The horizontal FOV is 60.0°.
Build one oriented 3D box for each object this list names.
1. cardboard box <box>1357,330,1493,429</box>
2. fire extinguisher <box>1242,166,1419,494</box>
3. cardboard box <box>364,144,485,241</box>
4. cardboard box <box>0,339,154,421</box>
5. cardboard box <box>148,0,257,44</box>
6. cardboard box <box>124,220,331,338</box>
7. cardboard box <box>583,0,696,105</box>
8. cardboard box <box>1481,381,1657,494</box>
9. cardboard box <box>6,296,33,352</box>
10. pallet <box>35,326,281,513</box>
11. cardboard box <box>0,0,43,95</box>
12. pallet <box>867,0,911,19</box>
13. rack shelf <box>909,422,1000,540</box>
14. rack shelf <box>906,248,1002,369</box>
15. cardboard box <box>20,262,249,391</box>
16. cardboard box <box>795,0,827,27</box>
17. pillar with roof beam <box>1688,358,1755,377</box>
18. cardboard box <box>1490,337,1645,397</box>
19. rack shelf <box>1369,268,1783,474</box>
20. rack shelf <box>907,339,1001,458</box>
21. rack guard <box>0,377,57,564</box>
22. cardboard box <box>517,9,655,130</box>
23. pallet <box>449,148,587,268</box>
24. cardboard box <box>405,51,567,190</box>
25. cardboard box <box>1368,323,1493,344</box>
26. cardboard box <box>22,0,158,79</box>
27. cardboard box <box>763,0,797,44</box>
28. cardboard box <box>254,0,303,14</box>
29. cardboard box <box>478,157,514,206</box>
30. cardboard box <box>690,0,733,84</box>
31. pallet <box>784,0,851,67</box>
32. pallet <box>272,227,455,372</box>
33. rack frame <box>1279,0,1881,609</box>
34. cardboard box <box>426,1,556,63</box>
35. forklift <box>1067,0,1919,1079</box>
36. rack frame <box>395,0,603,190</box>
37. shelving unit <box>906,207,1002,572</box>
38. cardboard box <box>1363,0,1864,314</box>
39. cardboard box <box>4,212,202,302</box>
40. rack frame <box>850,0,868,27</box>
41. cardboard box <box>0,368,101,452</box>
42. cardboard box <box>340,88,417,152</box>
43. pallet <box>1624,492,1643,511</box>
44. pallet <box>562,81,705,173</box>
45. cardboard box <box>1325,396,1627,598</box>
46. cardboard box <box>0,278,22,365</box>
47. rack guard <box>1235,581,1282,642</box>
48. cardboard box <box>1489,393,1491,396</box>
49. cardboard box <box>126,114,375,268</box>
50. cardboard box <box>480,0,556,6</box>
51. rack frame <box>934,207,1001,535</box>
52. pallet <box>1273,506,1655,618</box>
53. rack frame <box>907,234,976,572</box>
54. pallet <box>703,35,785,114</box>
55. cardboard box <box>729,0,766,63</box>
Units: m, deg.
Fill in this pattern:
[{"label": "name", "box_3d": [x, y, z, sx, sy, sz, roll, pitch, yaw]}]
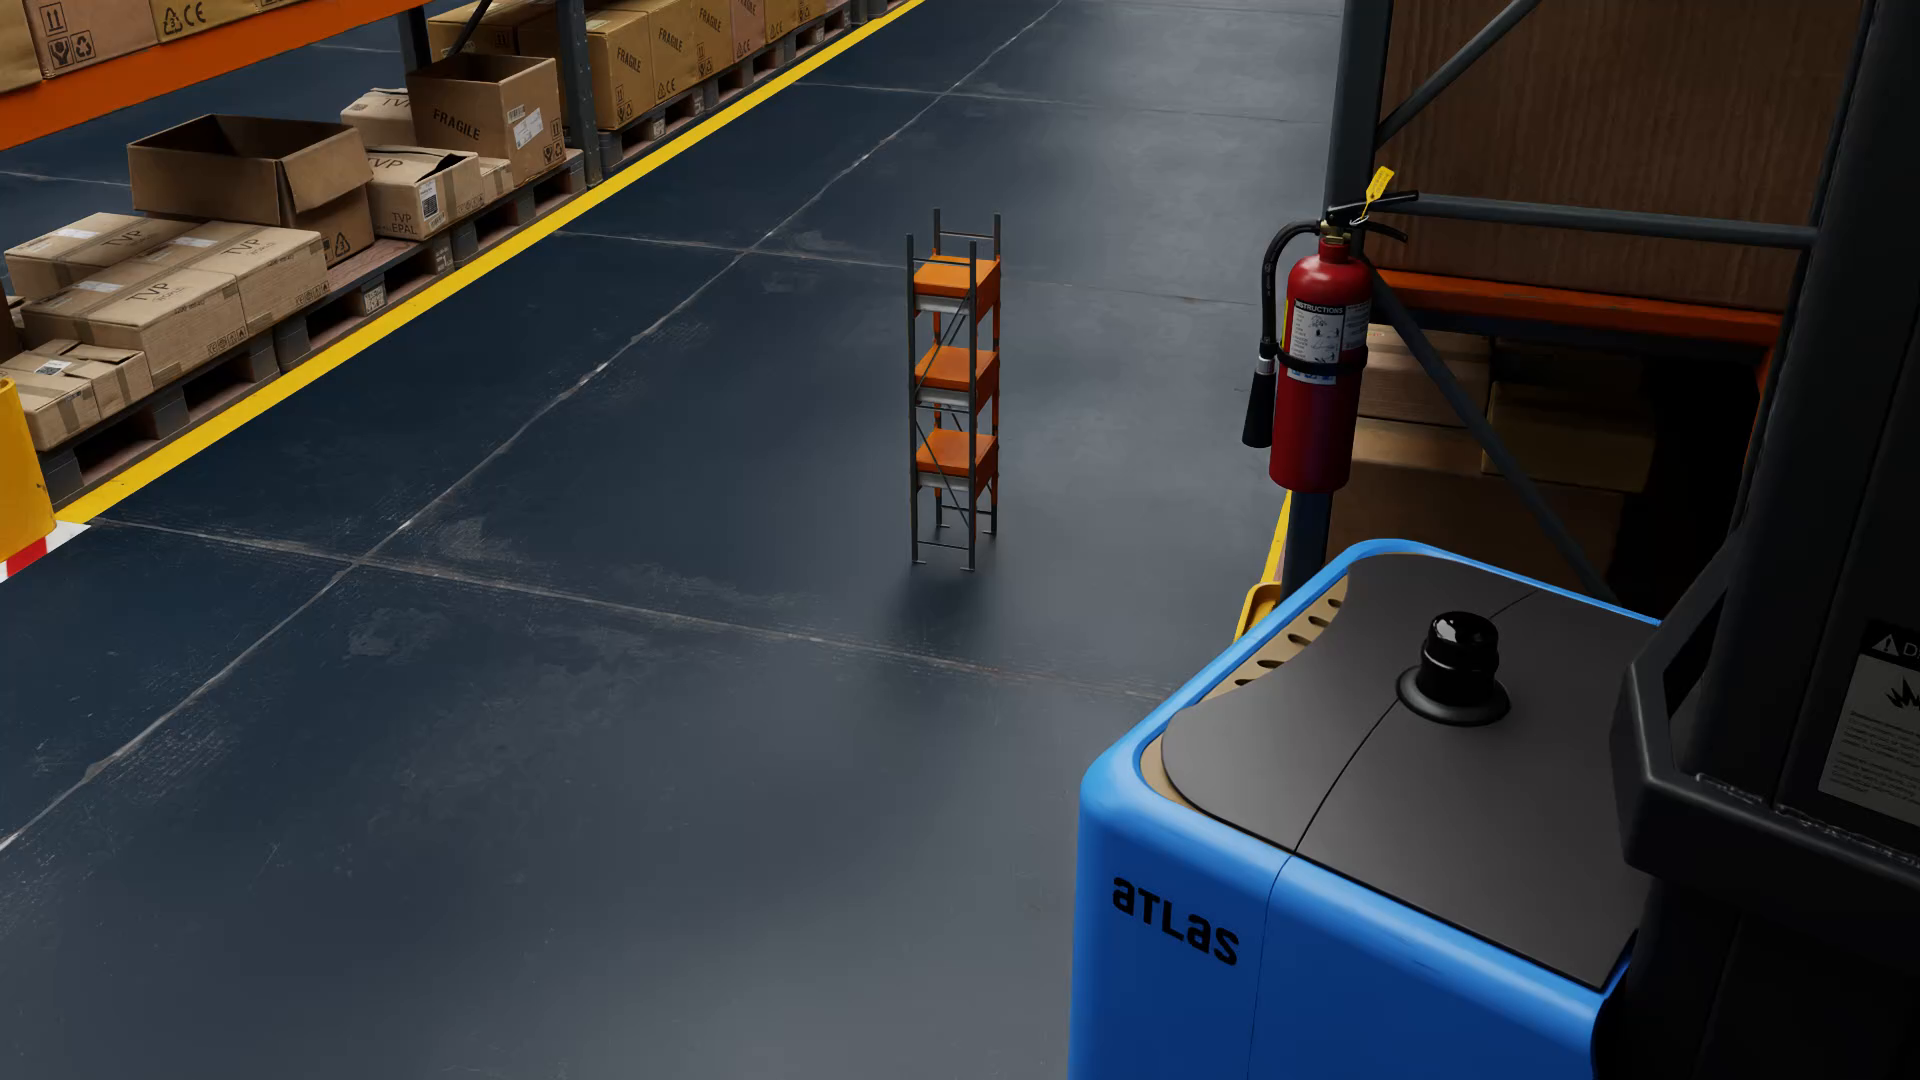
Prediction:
[{"label": "cardboard box", "box_3d": [1.204, -0.429, 4.408, 0.380, 0.149, 0.250, 8, 30, 14]}, {"label": "fire extinguisher", "box_3d": [0.746, -0.428, 3.398, 0.296, 0.674, 0.183, 8, 30, 15]}, {"label": "cardboard box", "box_3d": [-2.448, -1.557, 7.276, 0.500, 0.311, 0.500, 8, 30, 15]}, {"label": "cardboard box", "box_3d": [-2.981, -0.550, 5.616, 0.380, 0.166, 0.250, 8, 30, 15]}, {"label": "cardboard box", "box_3d": [-2.827, -2.020, 5.693, 0.500, 0.500, 0.500, 8, 30, 15]}, {"label": "cardboard box", "box_3d": [-2.781, -1.002, 6.342, 0.500, 0.250, 0.500, 8, 30, 15]}, {"label": "cardboard box", "box_3d": [-1.811, -2.733, 9.196, 0.500, 0.500, 0.500, 9, 30, 16]}, {"label": "cardboard box", "box_3d": [1.495, -0.257, 4.098, 0.380, 0.149, 0.250, 9, 30, 15]}, {"label": "cardboard box", "box_3d": [-3.377, -0.752, 5.978, 0.380, 0.166, 0.250, 8, 30, 15]}, {"label": "pallet", "box_3d": [-3.250, -0.522, 5.971, 1.003, 0.211, 1.213, 8, 30, 15]}, {"label": "cardboard box", "box_3d": [-3.123, -1.547, 4.842, 0.500, 0.500, 0.500, 9, 30, 16]}, {"label": "pallet", "box_3d": [-0.879, -4.211, 12.602, 1.003, 0.211, 1.213, 8, 30, 15]}, {"label": "rack shelf", "box_3d": [-0.016, -0.182, 5.090, 0.215, 0.259, 0.240, 8, 30, 15]}, {"label": "rack shelf", "box_3d": [-0.016, -0.673, 4.817, 0.215, 0.259, 0.240, 8, 30, 15]}, {"label": "cardboard box", "box_3d": [-2.928, -0.770, 5.924, 0.500, 0.250, 0.500, 8, 30, 15]}, {"label": "cardboard box", "box_3d": [-1.208, -3.684, 10.906, 0.500, 0.500, 0.500, 10, 31, 17]}, {"label": "pillar with roof beam", "box_3d": [-1.089, -5.275, 5.476, 9.100, 9.000, 0.400, 8, 30, 15]}, {"label": "cardboard box", "box_3d": [1.643, -0.492, 4.522, 0.380, 0.149, 0.250, 9, 30, 15]}, {"label": "rack shelf", "box_3d": [1.818, -1.244, 5.141, 1.077, 0.370, 4.000, 8, 30, 15]}, {"label": "rack shelf", "box_3d": [-0.016, -0.425, 4.955, 0.215, 0.259, 0.240, 8, 30, 15]}, {"label": "rack guard", "box_3d": [-3.483, -0.277, 5.234, 1.175, 0.500, 0.348, 8, 30, 15]}, {"label": "cardboard box", "box_3d": [-1.957, -2.483, 8.747, 0.500, 0.500, 0.500, 7, 30, 13]}, {"label": "pallet", "box_3d": [-2.534, -1.656, 8.009, 1.003, 0.211, 1.213, 8, 30, 15]}, {"label": "cardboard box", "box_3d": [-2.228, -1.988, 7.857, 0.500, 0.500, 0.500, 8, 30, 15]}, {"label": "cardboard box", "box_3d": [1.279, -0.548, 4.622, 0.380, 0.149, 0.250, 9, 30, 16]}, {"label": "cardboard box", "box_3d": [-2.977, -1.787, 5.274, 0.500, 0.500, 0.500, 8, 30, 14]}, {"label": "cardboard box", "box_3d": [-1.360, -3.444, 10.473, 0.500, 0.500, 0.500, 7, 30, 13]}, {"label": "cardboard box", "box_3d": [-2.679, -2.252, 6.110, 0.500, 0.500, 0.500, 9, 30, 16]}, {"label": "cardboard box", "box_3d": [-2.280, -1.652, 7.613, 0.380, 0.149, 0.250, 8, 30, 15]}, {"label": "cardboard box", "box_3d": [-1.657, -2.964, 9.611, 0.500, 0.500, 0.500, 9, 30, 15]}, {"label": "pallet", "box_3d": [-1.413, -3.492, 11.310, 1.003, 0.211, 1.213, 8, 30, 15]}, {"label": "pallet", "box_3d": [-2.890, -1.087, 6.987, 1.003, 0.211, 1.213, 8, 30, 15]}, {"label": "rack frame", "box_3d": [1.231, -0.629, 3.296, 1.000, 3.000, 0.127, 8, 30, 15]}, {"label": "cardboard box", "box_3d": [-2.461, -2.563, 8.891, 0.500, 0.500, 0.500, 8, 30, 15]}, {"label": "forklift", "box_3d": [1.632, 0.259, 1.770, 3.031, 2.935, 1.130, 21, 35, 33]}, {"label": "rack frame", "box_3d": [-2.332, -3.193, 7.905, 1.000, 3.000, 0.127, 8, 30, 15]}, {"label": "shelving unit", "box_3d": [-0.016, -0.434, 4.950, 0.215, 1.050, 0.252, 8, 30, 15]}, {"label": "cardboard box", "box_3d": [1.371, -0.999, 3.651, 0.980, 0.700, 0.700, 10, 31, 17]}, {"label": "cardboard box", "box_3d": [-3.274, -1.050, 6.428, 0.500, 0.250, 0.500, 8, 30, 15]}, {"label": "rack frame", "box_3d": [-1.157, -5.052, 11.246, 1.000, 3.000, 0.127, 8, 30, 15]}, {"label": "cardboard box", "box_3d": [-3.054, -0.426, 5.411, 0.380, 0.149, 0.250, 8, 30, 15]}, {"label": "cardboard box", "box_3d": [-2.662, -2.046, 8.156, 0.500, 0.311, 0.500, 8, 30, 15]}, {"label": "pallet", "box_3d": [1.751, -0.359, 5.678, 1.003, 0.211, 1.213, 8, 30, 15]}, {"label": "pallet", "box_3d": [-2.129, -2.358, 9.272, 1.003, 0.211, 1.213, 8, 30, 15]}, {"label": "cardboard box", "box_3d": [1.341, -0.060, 4.412, 0.700, 0.500, 0.500, 8, 30, 15]}, {"label": "cardboard box", "box_3d": [-3.582, -0.722, 5.581, 0.500, 0.500, 0.500, 8, 30, 15]}, {"label": "rack guard", "box_3d": [1.224, 0.474, 3.883, 1.175, 0.500, 0.348, 8, 30, 15]}, {"label": "cardboard box", "box_3d": [1.488, -0.293, 4.830, 0.700, 0.500, 0.500, 8, 30, 15]}, {"label": "cardboard box", "box_3d": [-2.878, -1.421, 6.834, 0.797, 0.503, 0.637, 8, 30, 15]}, {"label": "cardboard box", "box_3d": [-2.308, -2.792, 9.302, 0.500, 0.500, 0.500, 9, 30, 15]}, {"label": "rack frame", "box_3d": [0.020, -0.491, 5.052, 0.200, 1.050, 0.008, 8, 30, 15]}, {"label": "pallet", "box_3d": [1.391, 0.207, 4.662, 1.003, 0.211, 1.213, 8, 30, 15]}, {"label": "rack frame", "box_3d": [-0.052, -0.377, 4.848, 0.200, 1.050, 0.008, 8, 30, 15]}, {"label": "pallet", "box_3d": [-1.773, -2.927, 10.294, 1.003, 0.211, 1.213, 8, 30, 15]}, {"label": "cardboard box", "box_3d": [-1.508, -3.199, 10.033, 0.500, 0.500, 0.500, 7, 30, 13]}]
